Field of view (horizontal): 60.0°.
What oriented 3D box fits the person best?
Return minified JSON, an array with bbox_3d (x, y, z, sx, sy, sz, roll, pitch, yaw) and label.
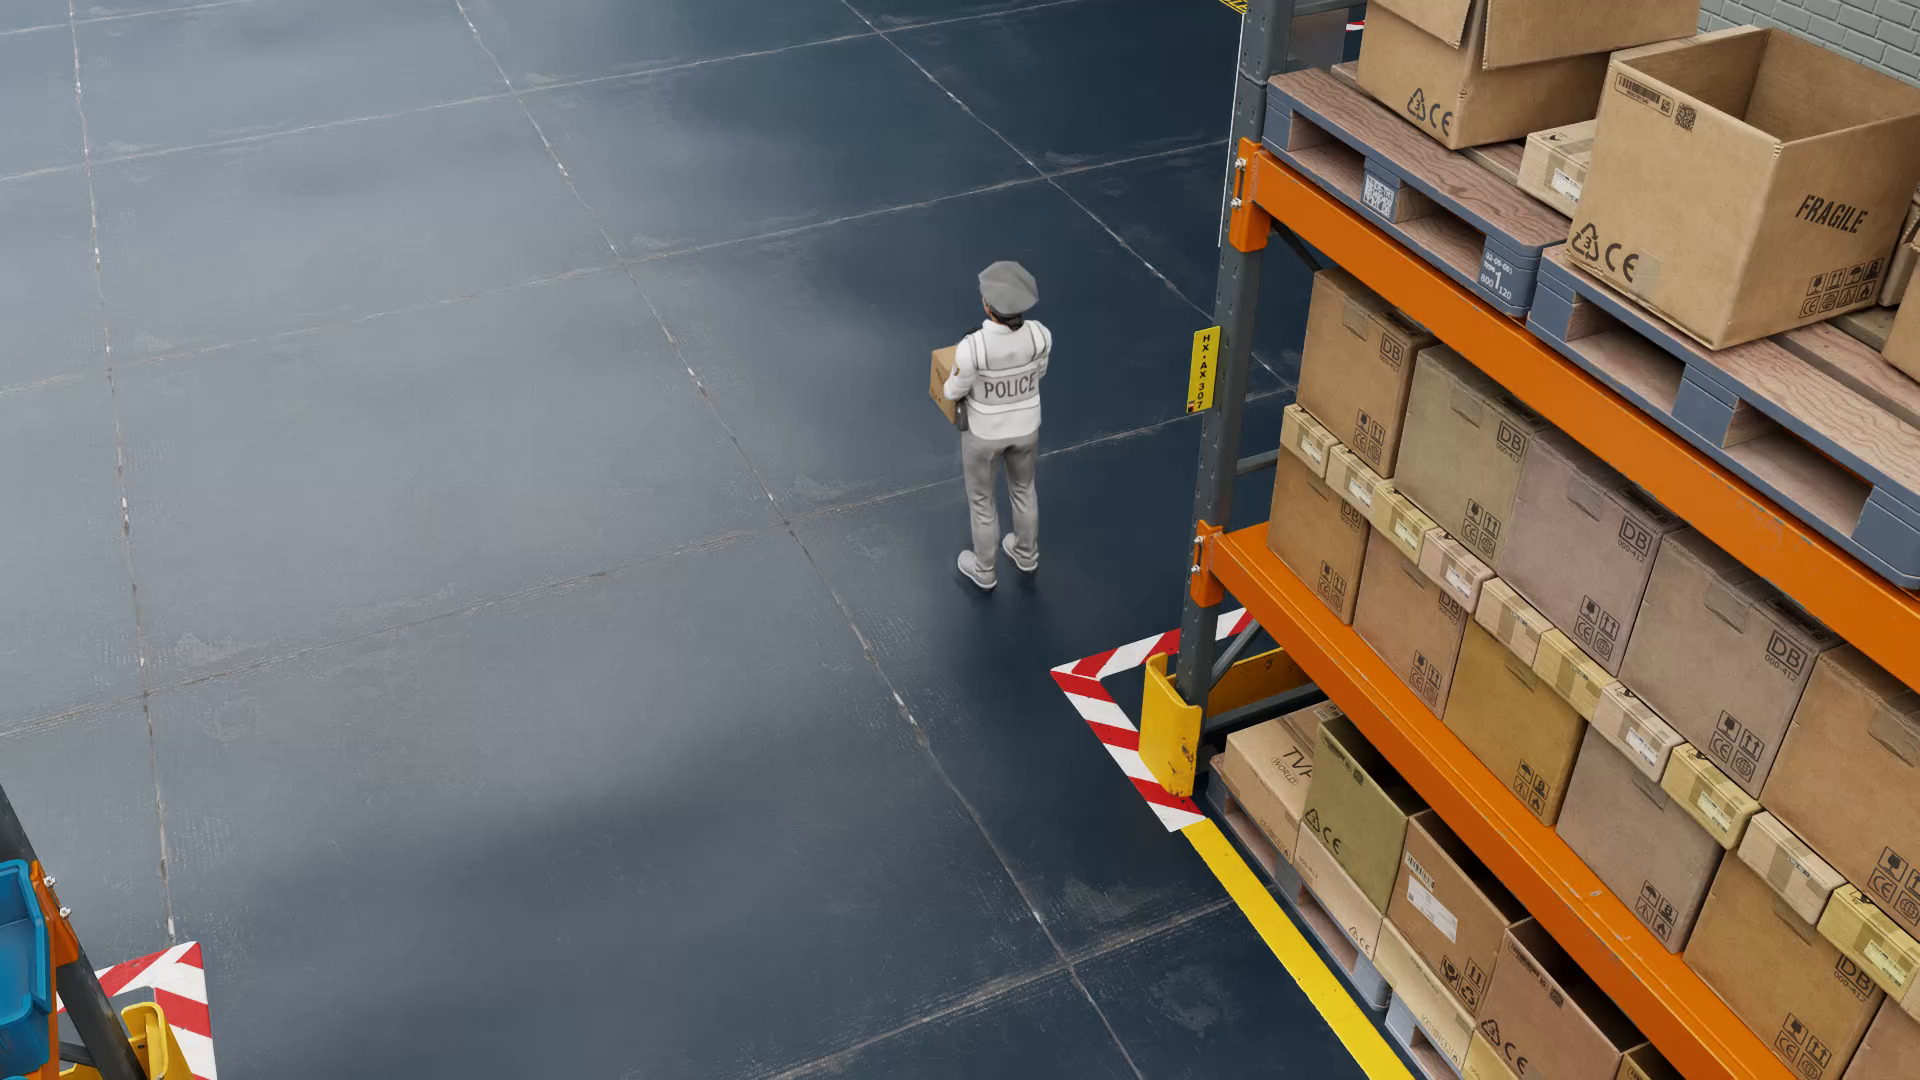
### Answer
[{"bbox_3d":[0.153,-0.534,7.518,0.471,1.700,0.543,-13,39,-16],"label":"person"}]
